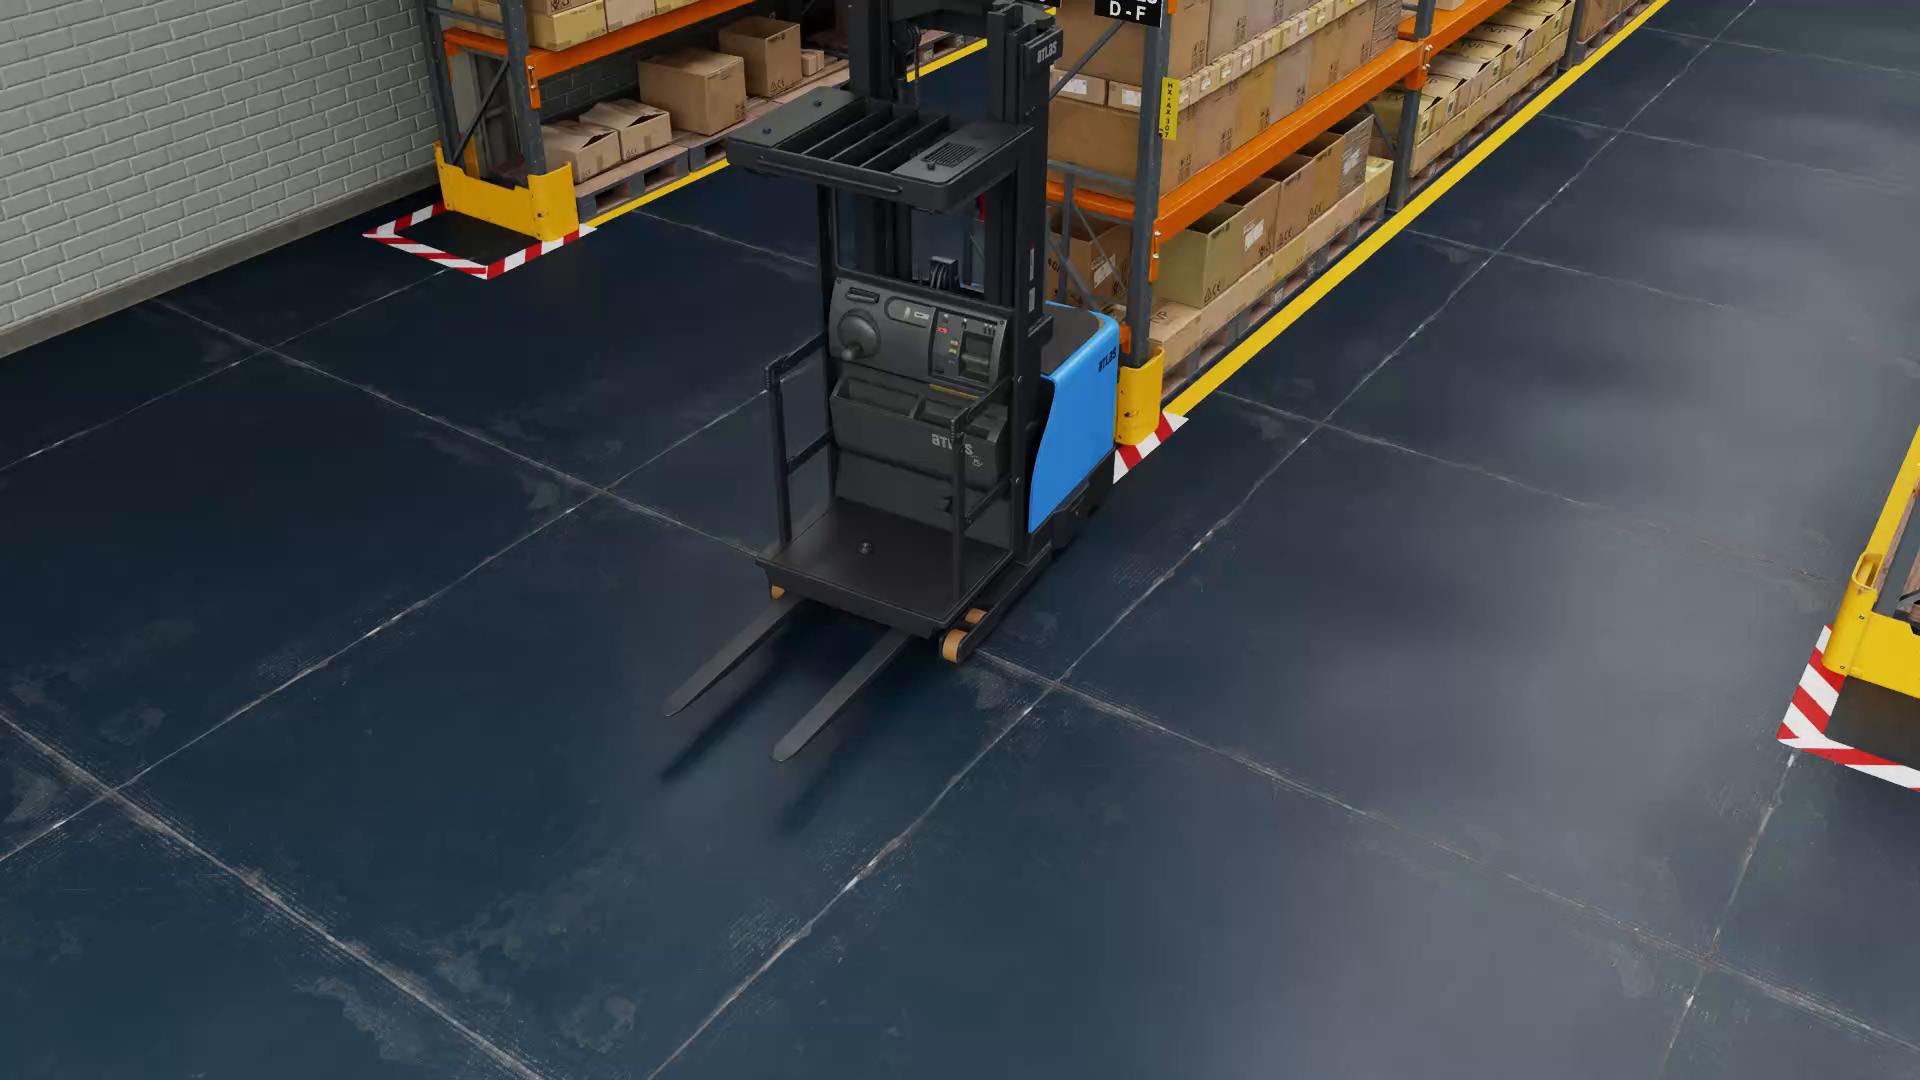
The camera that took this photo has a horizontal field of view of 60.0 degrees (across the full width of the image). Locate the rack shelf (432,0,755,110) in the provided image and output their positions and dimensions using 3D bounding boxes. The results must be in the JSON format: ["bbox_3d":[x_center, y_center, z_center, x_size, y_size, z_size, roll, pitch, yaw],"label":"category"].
[{"bbox_3d":[-2.282,-4.261,13.191,1.077,0.370,4.000,21,39,28],"label":"rack shelf"}]

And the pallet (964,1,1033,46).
[{"bbox_3d":[-0.004,-5.247,16.496,1.003,0.211,1.213,21,39,28],"label":"pallet"}]

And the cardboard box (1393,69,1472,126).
[{"bbox_3d":[3.660,-3.505,13.011,0.500,0.311,0.500,21,39,28],"label":"cardboard box"}]

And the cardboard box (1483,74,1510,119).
[{"bbox_3d":[4.240,-3.748,13.870,0.500,0.250,0.500,22,40,29],"label":"cardboard box"}]

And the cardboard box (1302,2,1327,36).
[{"bbox_3d":[2.076,-3.308,10.472,0.380,0.149,0.250,23,40,30],"label":"cardboard box"}]

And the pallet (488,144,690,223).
[{"bbox_3d":[-2.887,-2.881,12.997,1.003,0.211,1.213,21,39,28],"label":"pallet"}]

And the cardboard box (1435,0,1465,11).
[{"bbox_3d":[3.603,-4.137,12.590,0.380,0.149,0.250,21,39,28],"label":"cardboard box"}]

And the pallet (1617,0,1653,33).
[{"bbox_3d":[6.363,-5.475,16.834,1.003,0.211,1.213,21,39,28],"label":"pallet"}]

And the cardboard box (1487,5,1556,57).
[{"bbox_3d":[4.823,-4.446,14.401,0.500,0.311,0.500,21,39,28],"label":"cardboard box"}]

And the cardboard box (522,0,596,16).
[{"bbox_3d":[-2.904,-4.019,11.638,0.500,0.500,0.500,21,39,28],"label":"cardboard box"}]

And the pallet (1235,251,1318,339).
[{"bbox_3d":[1.747,-1.827,11.439,1.003,0.211,1.213,21,39,28],"label":"pallet"}]

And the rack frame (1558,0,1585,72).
[{"bbox_3d":[5.210,-5.740,14.735,1.000,3.000,0.127,21,39,28],"label":"rack frame"}]

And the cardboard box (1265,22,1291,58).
[{"bbox_3d":[1.782,-3.073,10.124,0.380,0.149,0.250,21,39,28],"label":"cardboard box"}]

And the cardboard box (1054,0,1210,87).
[{"bbox_3d":[0.956,-2.872,9.247,0.700,0.500,0.500,21,40,28],"label":"cardboard box"}]

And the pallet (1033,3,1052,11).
[{"bbox_3d":[0.692,-5.806,17.323,1.003,0.211,1.213,21,39,28],"label":"pallet"}]

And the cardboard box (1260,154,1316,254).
[{"bbox_3d":[1.995,-2.269,11.013,0.500,0.500,0.500,21,39,28],"label":"cardboard box"}]

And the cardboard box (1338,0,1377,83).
[{"bbox_3d":[2.386,-3.489,11.318,0.700,0.500,0.500,21,39,28],"label":"cardboard box"}]

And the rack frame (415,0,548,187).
[{"bbox_3d":[-3.423,-3.639,11.628,1.000,3.000,0.127,21,39,28],"label":"rack frame"}]

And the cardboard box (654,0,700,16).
[{"bbox_3d":[-2.304,-4.184,12.551,0.500,0.250,0.500,21,39,27],"label":"cardboard box"}]

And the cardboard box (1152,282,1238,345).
[{"bbox_3d":[1.420,-1.500,10.546,0.500,0.250,0.500,21,39,28],"label":"cardboard box"}]

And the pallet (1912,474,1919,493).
[{"bbox_3d":[5.885,-0.300,9.181,1.003,0.211,1.213,21,39,28],"label":"pallet"}]

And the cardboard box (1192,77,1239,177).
[{"bbox_3d":[1.221,-2.553,9.935,0.700,0.500,0.500,22,40,29],"label":"cardboard box"}]

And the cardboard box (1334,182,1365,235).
[{"bbox_3d":[2.552,-2.424,11.912,0.500,0.250,0.500,21,39,28],"label":"cardboard box"}]

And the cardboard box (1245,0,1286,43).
[{"bbox_3d":[1.538,-3.348,9.951,0.700,0.500,0.500,21,40,28],"label":"cardboard box"}]

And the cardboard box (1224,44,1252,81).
[{"bbox_3d":[1.487,-2.832,9.768,0.380,0.149,0.250,21,39,28],"label":"cardboard box"}]

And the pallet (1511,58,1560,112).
[{"bbox_3d":[4.709,-4.218,14.975,1.003,0.211,1.213,21,39,28],"label":"pallet"}]

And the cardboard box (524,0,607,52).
[{"bbox_3d":[-2.884,-3.708,11.847,0.500,0.250,0.500,20,39,27],"label":"cardboard box"}]

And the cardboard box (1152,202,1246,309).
[{"bbox_3d":[1.421,-1.810,10.335,0.500,0.500,0.500,21,39,28],"label":"cardboard box"}]

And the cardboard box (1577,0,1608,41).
[{"bbox_3d":[5.705,-5.005,15.487,0.500,0.500,0.500,23,40,30],"label":"cardboard box"}]

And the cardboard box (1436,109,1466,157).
[{"bbox_3d":[3.656,-3.275,13.171,0.500,0.250,0.500,22,40,29],"label":"cardboard box"}]

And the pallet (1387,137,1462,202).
[{"bbox_3d":[3.318,-3.095,13.314,1.003,0.211,1.213,21,39,28],"label":"pallet"}]

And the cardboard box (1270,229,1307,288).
[{"bbox_3d":[1.994,-1.959,11.224,0.500,0.250,0.500,21,39,28],"label":"cardboard box"}]

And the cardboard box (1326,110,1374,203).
[{"bbox_3d":[2.550,-2.735,11.702,0.500,0.500,0.500,21,39,28],"label":"cardboard box"}]

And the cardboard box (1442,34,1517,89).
[{"bbox_3d":[4.245,-3.985,13.719,0.500,0.311,0.500,22,40,29],"label":"cardboard box"}]

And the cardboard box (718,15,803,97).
[{"bbox_3d":[-1.701,-4.136,14.202,0.500,0.500,0.500,18,38,25],"label":"cardboard box"}]

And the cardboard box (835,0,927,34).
[{"bbox_3d":[-0.736,-4.970,15.436,0.700,0.500,0.500,23,40,30],"label":"cardboard box"}]

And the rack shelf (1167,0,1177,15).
[{"bbox_3d":[1.789,-3.923,10.014,1.077,0.370,4.000,21,39,28],"label":"rack shelf"}]

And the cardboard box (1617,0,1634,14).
[{"bbox_3d":[6.289,-5.477,16.185,0.500,0.500,0.500,21,39,28],"label":"cardboard box"}]

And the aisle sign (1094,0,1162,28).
[{"bbox_3d":[0.863,-3.007,8.374,0.394,0.787,0.004,21,39,28],"label":"aisle sign"}]

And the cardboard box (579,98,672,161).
[{"bbox_3d":[-2.629,-3.259,13.075,0.500,0.311,0.500,25,41,32],"label":"cardboard box"}]

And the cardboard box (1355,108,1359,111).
[{"bbox_3d":[2.925,-3.444,12.920,0.500,0.311,0.500,21,39,28],"label":"cardboard box"}]

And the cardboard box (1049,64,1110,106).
[{"bbox_3d":[0.710,-2.605,9.432,0.380,0.149,0.250,21,39,27],"label":"cardboard box"}]

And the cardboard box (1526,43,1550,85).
[{"bbox_3d":[4.820,-4.216,14.562,0.500,0.250,0.500,21,39,28],"label":"cardboard box"}]

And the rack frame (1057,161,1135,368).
[{"bbox_3d":[0.786,-1.395,9.592,0.500,1.500,0.032,19,31,29],"label":"rack frame"}]

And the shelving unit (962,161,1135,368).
[{"bbox_3d":[0.506,-1.216,9.219,0.587,1.500,1.083,19,31,29],"label":"shelving unit"}]

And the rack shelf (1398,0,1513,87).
[{"bbox_3d":[4.070,-4.521,13.576,1.077,0.370,4.000,21,39,28],"label":"rack shelf"}]

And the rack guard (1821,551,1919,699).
[{"bbox_3d":[4.721,0.511,7.723,1.175,0.500,0.348,21,39,28],"label":"rack guard"}]

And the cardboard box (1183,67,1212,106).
[{"bbox_3d":[1.198,-2.602,9.428,0.380,0.149,0.250,20,39,27],"label":"cardboard box"}]

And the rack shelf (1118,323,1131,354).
[{"bbox_3d":[0.494,-1.052,9.294,0.538,0.185,1.000,19,31,29],"label":"rack shelf"}]

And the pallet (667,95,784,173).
[{"bbox_3d":[-2.191,-3.440,13.824,1.003,0.211,1.213,21,39,28],"label":"pallet"}]

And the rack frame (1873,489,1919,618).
[{"bbox_3d":[4.716,-0.474,6.949,1.000,3.000,0.127,21,39,28],"label":"rack frame"}]

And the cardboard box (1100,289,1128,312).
[{"bbox_3d":[0.712,-1.434,10.448,0.500,0.250,0.500,21,39,28],"label":"cardboard box"}]

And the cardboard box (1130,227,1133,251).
[{"bbox_3d":[1.268,-2.210,10.927,0.500,0.500,0.500,21,39,28],"label":"cardboard box"}]

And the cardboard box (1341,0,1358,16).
[{"bbox_3d":[2.369,-3.548,10.826,0.380,0.149,0.250,21,39,28],"label":"cardboard box"}]

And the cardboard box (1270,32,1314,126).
[{"bbox_3d":[1.806,-3.024,10.630,0.700,0.500,0.500,23,40,30],"label":"cardboard box"}]

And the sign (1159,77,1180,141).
[{"bbox_3d":[1.101,-2.269,8.760,0.100,0.325,0.005,21,39,28],"label":"sign"}]

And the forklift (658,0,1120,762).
[{"bbox_3d":[-0.308,-0.910,7.654,1.130,2.935,3.031,18,38,24],"label":"forklift"}]
